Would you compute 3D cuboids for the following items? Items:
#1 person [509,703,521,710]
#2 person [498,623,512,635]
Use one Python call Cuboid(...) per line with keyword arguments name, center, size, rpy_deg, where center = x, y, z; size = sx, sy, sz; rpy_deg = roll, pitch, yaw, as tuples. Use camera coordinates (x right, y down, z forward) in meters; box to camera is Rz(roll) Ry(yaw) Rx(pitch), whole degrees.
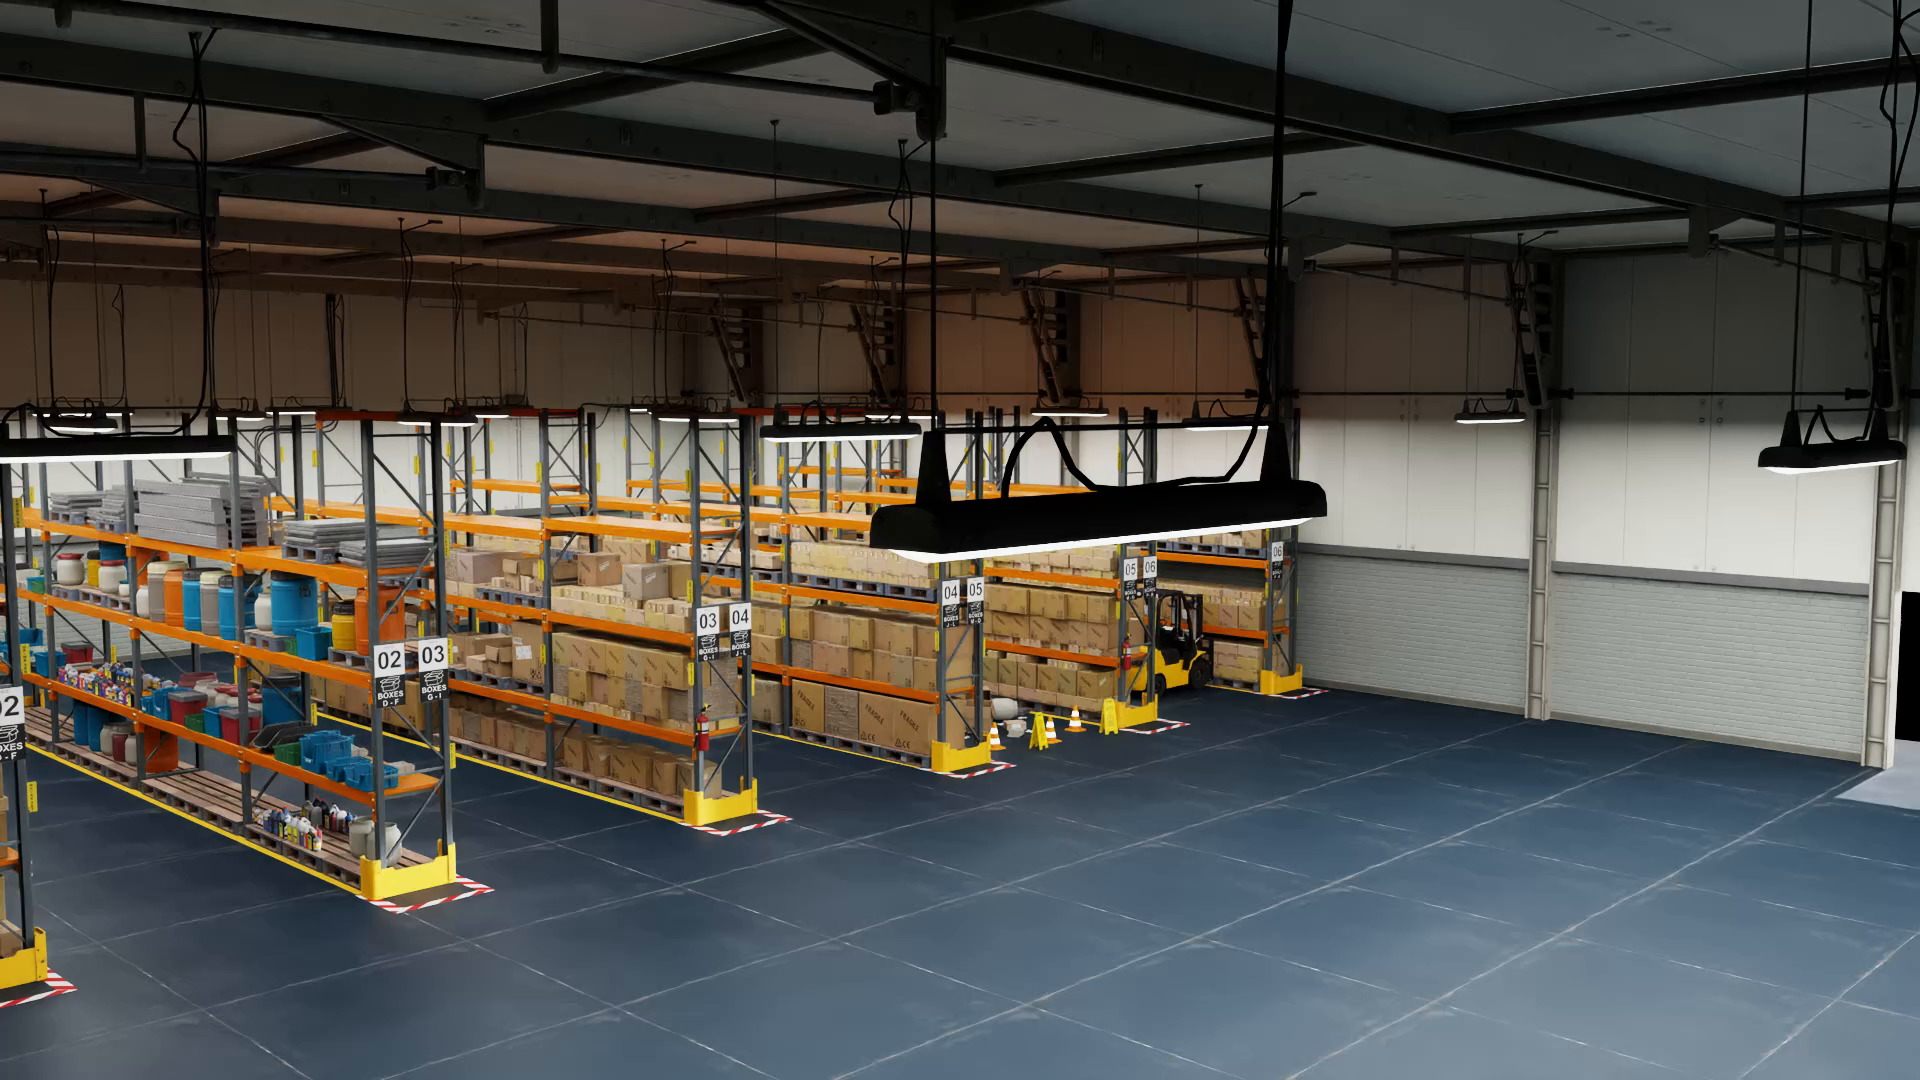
Cuboid(name="person", center=(-8.826, 2.605, 33.104), size=(0.573, 1.605, 0.703), rpy_deg=(-4, 6, -35))
Cuboid(name="person", center=(-11.250, 1.840, 40.874), size=(0.642, 1.813, 0.679), rpy_deg=(5, 7, 44))
